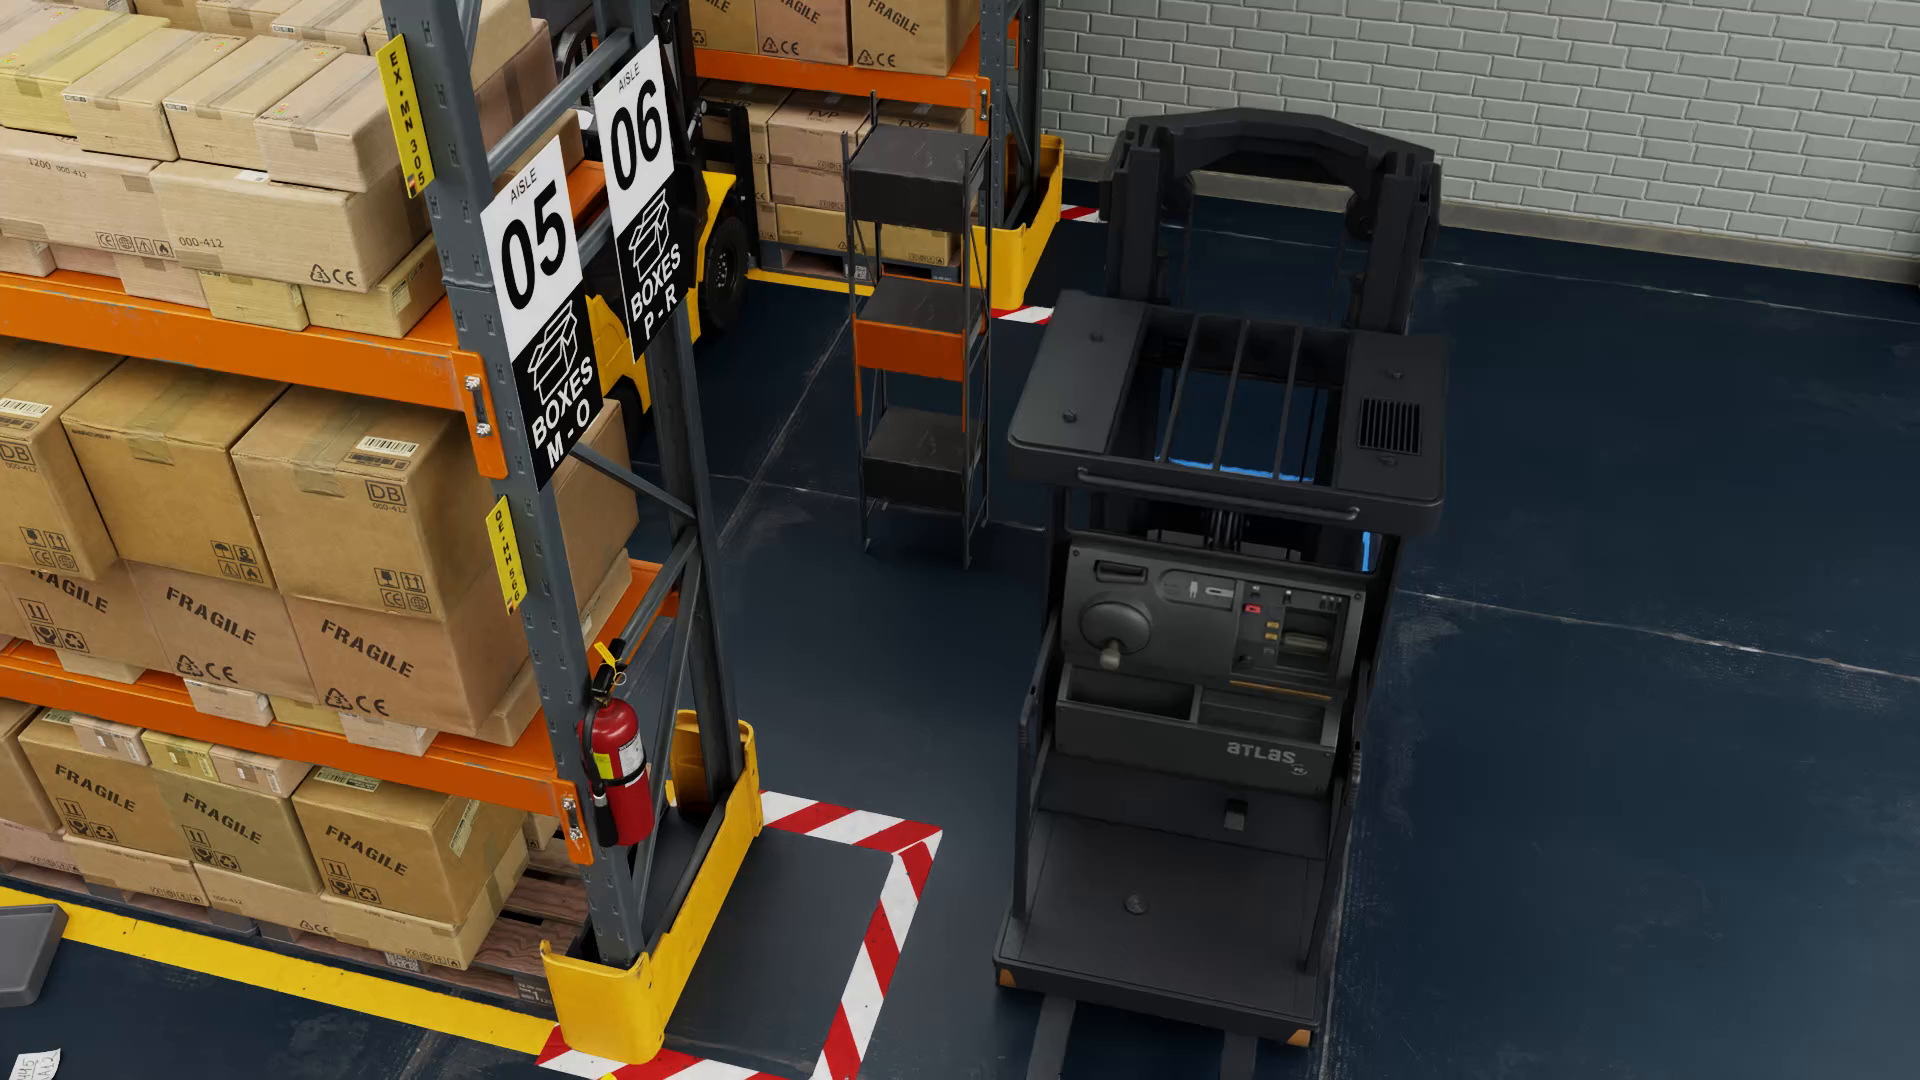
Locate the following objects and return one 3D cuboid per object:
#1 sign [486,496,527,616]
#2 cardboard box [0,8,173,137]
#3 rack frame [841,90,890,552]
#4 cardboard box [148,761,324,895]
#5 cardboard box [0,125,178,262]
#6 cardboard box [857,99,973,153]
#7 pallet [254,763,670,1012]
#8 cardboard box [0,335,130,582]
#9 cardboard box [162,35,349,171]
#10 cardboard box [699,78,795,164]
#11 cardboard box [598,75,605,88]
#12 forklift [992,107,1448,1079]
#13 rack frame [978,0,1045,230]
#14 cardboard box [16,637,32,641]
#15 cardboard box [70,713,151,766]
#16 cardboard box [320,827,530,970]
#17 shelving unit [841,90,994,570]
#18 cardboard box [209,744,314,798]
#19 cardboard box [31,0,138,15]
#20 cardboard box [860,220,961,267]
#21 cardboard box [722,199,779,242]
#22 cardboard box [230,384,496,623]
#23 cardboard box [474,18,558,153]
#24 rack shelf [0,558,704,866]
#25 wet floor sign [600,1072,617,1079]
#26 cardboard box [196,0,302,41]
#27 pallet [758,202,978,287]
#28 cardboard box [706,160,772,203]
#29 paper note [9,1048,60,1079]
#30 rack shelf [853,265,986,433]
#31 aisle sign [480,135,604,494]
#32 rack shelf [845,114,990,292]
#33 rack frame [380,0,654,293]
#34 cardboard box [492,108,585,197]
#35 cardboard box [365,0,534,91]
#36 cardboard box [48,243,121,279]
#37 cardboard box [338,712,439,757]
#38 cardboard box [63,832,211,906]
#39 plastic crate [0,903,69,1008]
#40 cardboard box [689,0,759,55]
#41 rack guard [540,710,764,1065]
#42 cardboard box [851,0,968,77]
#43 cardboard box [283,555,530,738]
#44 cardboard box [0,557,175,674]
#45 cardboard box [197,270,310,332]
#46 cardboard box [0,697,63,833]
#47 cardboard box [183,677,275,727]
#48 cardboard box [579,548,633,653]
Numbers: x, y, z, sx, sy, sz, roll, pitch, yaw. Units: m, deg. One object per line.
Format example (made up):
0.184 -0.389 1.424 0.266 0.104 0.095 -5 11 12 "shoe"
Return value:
-1.156 0.043 4.245 0.005 0.325 0.100 10 41 11 "sign"
-2.118 -1.137 4.039 0.250 0.149 0.380 10 41 12 "cardboard box"
-0.396 -0.872 7.180 0.015 2.100 0.400 10 41 11 "rack frame"
-2.339 0.815 5.701 0.500 0.500 0.500 11 41 13 "cardboard box"
-2.039 -0.950 4.126 0.500 0.250 0.500 9 41 11 "cardboard box"
-0.239 -2.192 9.087 0.500 0.250 0.500 11 41 13 "cardboard box"
-1.842 1.164 6.225 1.213 0.211 1.003 10 41 11 "pallet"
-2.549 -0.329 4.747 0.500 0.500 0.700 9 41 11 "cardboard box"
-1.635 -1.032 3.914 0.250 0.149 0.380 10 41 12 "cardboard box"
-1.224 -2.351 9.276 0.500 0.250 0.500 10 41 12 "cardboard box"
-2.216 -2.532 9.492 0.500 0.250 0.500 11 41 13 "cardboard box"
0.744 0.337 5.094 1.130 2.935 3.031 9 41 10 "forklift"
0.286 -2.819 8.799 0.127 3.000 1.000 10 41 11 "rack frame"
-2.881 0.166 5.440 0.250 0.149 0.380 10 41 11 "cardboard box"
-2.702 0.543 5.520 0.250 0.149 0.380 11 41 13 "cardboard box"
-1.867 1.186 5.841 0.500 0.250 0.500 10 41 11 "cardboard box"
-0.160 -0.832 7.132 0.503 2.100 0.431 10 41 11 "shelving unit"
-2.206 0.632 5.414 0.250 0.149 0.380 11 41 13 "cardboard box"
-2.244 -1.460 4.423 0.250 0.149 0.380 10 41 11 "cardboard box"
-0.249 -1.809 9.407 0.500 0.250 0.500 10 41 12 "cardboard box"
-1.208 -1.986 9.618 0.500 0.250 0.500 10 41 12 "cardboard box"
-1.543 -0.219 4.616 0.500 0.500 0.700 9 41 10 "cardboard box"
-1.410 -1.189 4.411 0.500 0.250 0.500 9 41 11 "cardboard box"
-2.925 0.209 5.753 4.000 0.370 1.077 10 41 11 "rack shelf"
-1.086 1.863 5.054 0.232 0.644 0.267 24 46 26 "wet floor sign"
-1.757 -1.390 4.340 0.250 0.149 0.380 10 41 11 "cardboard box"
-0.463 -1.852 9.816 1.213 0.211 1.003 10 41 11 "pallet"
-1.250 -2.168 9.446 0.500 0.250 0.500 9 41 10 "cardboard box"
-3.132 1.790 5.620 0.148 0.019 0.142 -3 40 -4 "paper note"
-0.160 -0.821 7.141 0.480 0.518 0.431 10 41 11 "rack shelf"
-1.008 -0.540 4.063 0.004 0.787 0.394 10 41 11 "aisle sign"
-0.160 -1.357 6.691 0.480 0.518 0.431 10 41 11 "rack shelf"
-0.993 -2.032 3.197 0.127 3.000 1.000 10 41 11 "rack frame"
-1.230 -1.044 4.548 0.250 0.149 0.380 10 41 11 "cardboard box"
-1.284 -1.278 4.207 0.250 0.149 0.380 10 41 11 "cardboard box"
-2.134 -0.842 4.308 0.250 0.149 0.380 10 41 12 "cardboard box"
-1.683 0.459 5.091 0.250 0.149 0.380 9 41 11 "cardboard box"
-2.849 1.016 6.044 0.500 0.250 0.500 8 41 10 "cardboard box"
-3.552 1.489 5.939 0.583 0.080 0.402 -3 40 -4 "plastic crate"
-1.251 -2.953 8.880 0.500 0.500 0.500 9 41 11 "cardboard box"
-1.066 1.210 5.945 0.348 0.500 1.175 10 41 11 "rack guard"
-0.257 -2.776 8.670 0.500 0.500 0.500 9 41 10 "cardboard box"
-1.589 0.194 4.902 0.500 0.500 0.500 9 41 11 "cardboard box"
-2.553 0.023 5.106 0.500 0.500 0.500 10 41 11 "cardboard box"
-1.659 -0.693 4.131 0.250 0.149 0.380 10 41 12 "cardboard box"
-3.336 0.640 5.908 0.500 0.500 0.500 12 41 14 "cardboard box"
-2.182 0.379 5.186 0.250 0.149 0.380 10 41 12 "cardboard box"
-1.268 0.177 5.427 0.250 0.149 0.380 10 41 12 "cardboard box"
